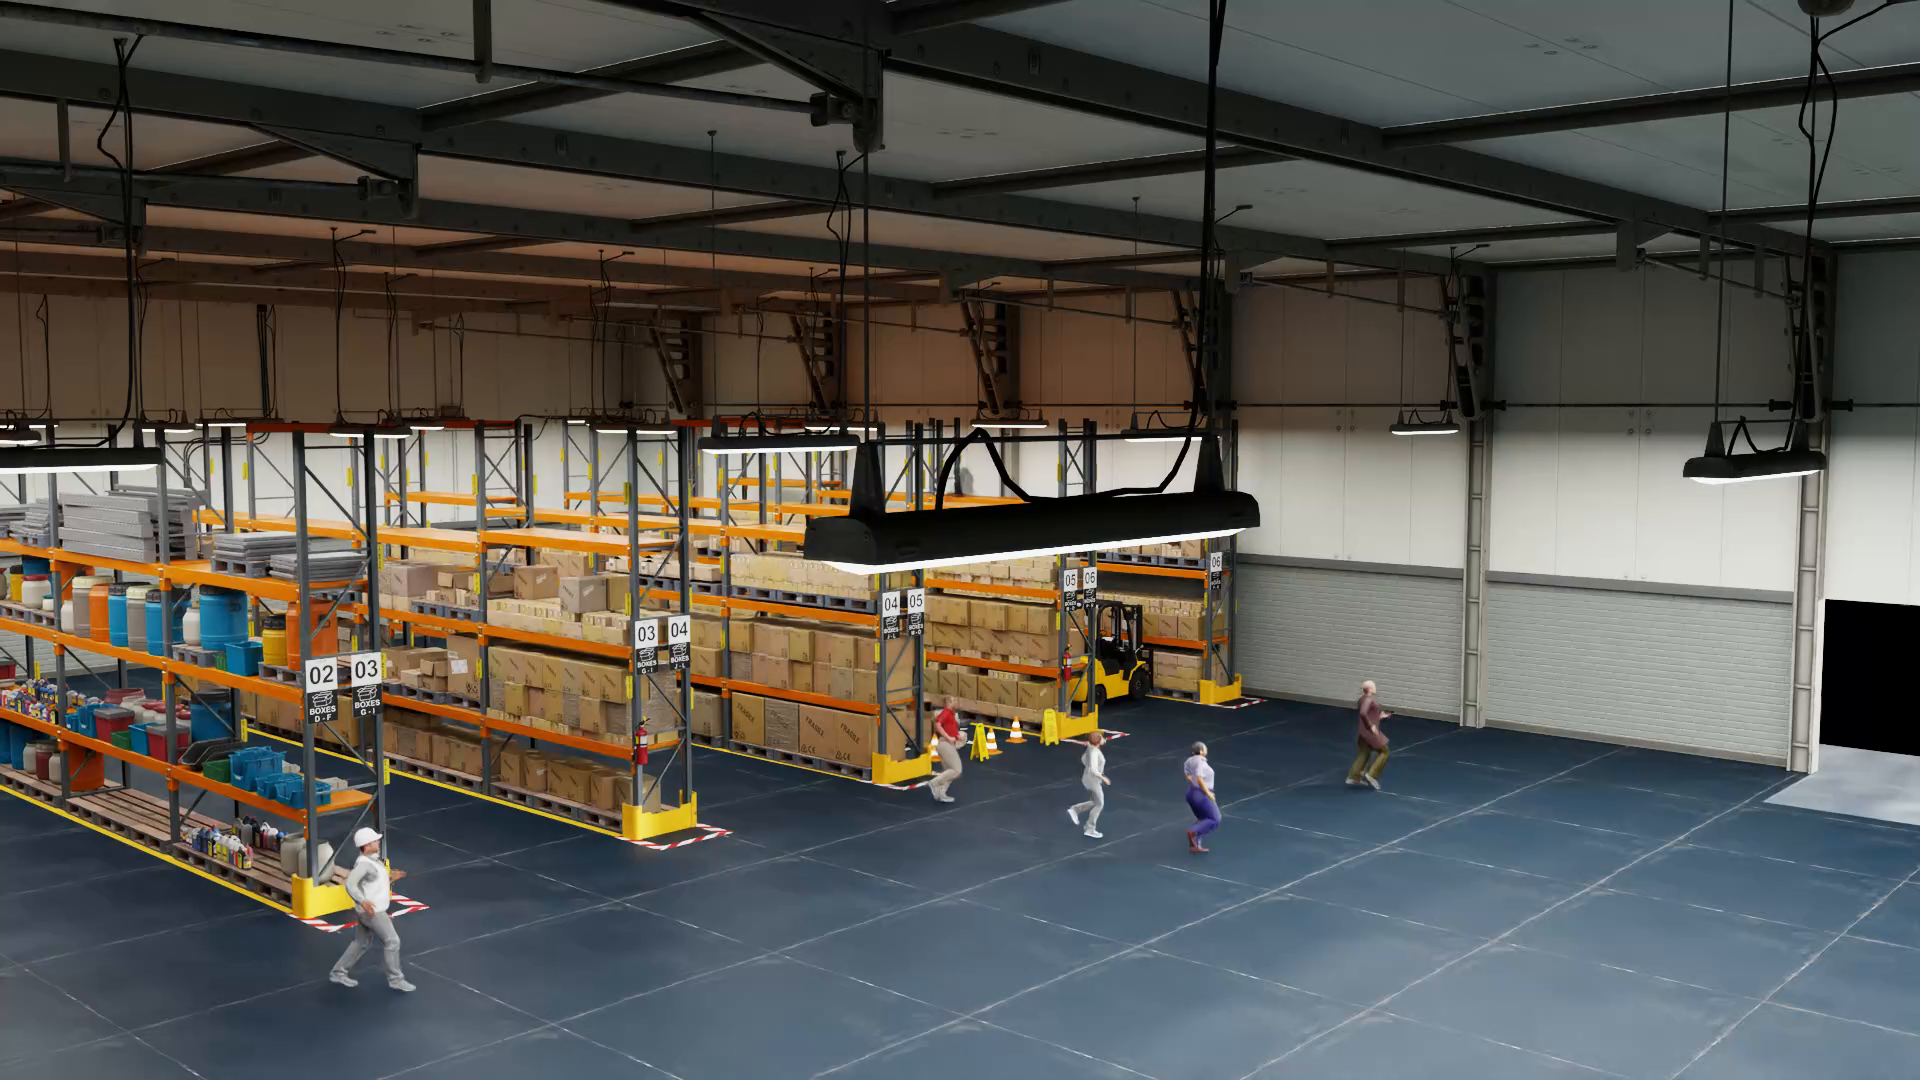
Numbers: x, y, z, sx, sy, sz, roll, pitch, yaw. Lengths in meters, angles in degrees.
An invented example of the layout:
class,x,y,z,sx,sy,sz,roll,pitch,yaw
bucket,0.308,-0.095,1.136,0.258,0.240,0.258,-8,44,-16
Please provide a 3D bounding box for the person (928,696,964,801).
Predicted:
class,x,y,z,sx,sy,sz,roll,pitch,yaw
person,-0.228,3.332,26.686,0.593,1.640,0.735,0,5,-3

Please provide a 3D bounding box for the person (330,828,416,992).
class,x,y,z,sx,sy,sz,roll,pitch,yaw
person,-6.314,3.975,17.820,0.868,1.809,0.641,-2,5,-23

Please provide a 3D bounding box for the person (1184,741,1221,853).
class,x,y,z,sx,sy,sz,roll,pitch,yaw
person,3.389,3.630,23.439,0.549,1.589,0.608,-2,5,-21

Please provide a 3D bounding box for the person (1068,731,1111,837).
class,x,y,z,sx,sy,sz,roll,pitch,yaw
person,1.890,3.571,24.370,0.610,1.573,0.554,0,5,-5

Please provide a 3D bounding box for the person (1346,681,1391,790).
class,x,y,z,sx,sy,sz,roll,pitch,yaw
person,6.755,3.221,27.380,0.797,1.814,0.679,-1,5,-9
